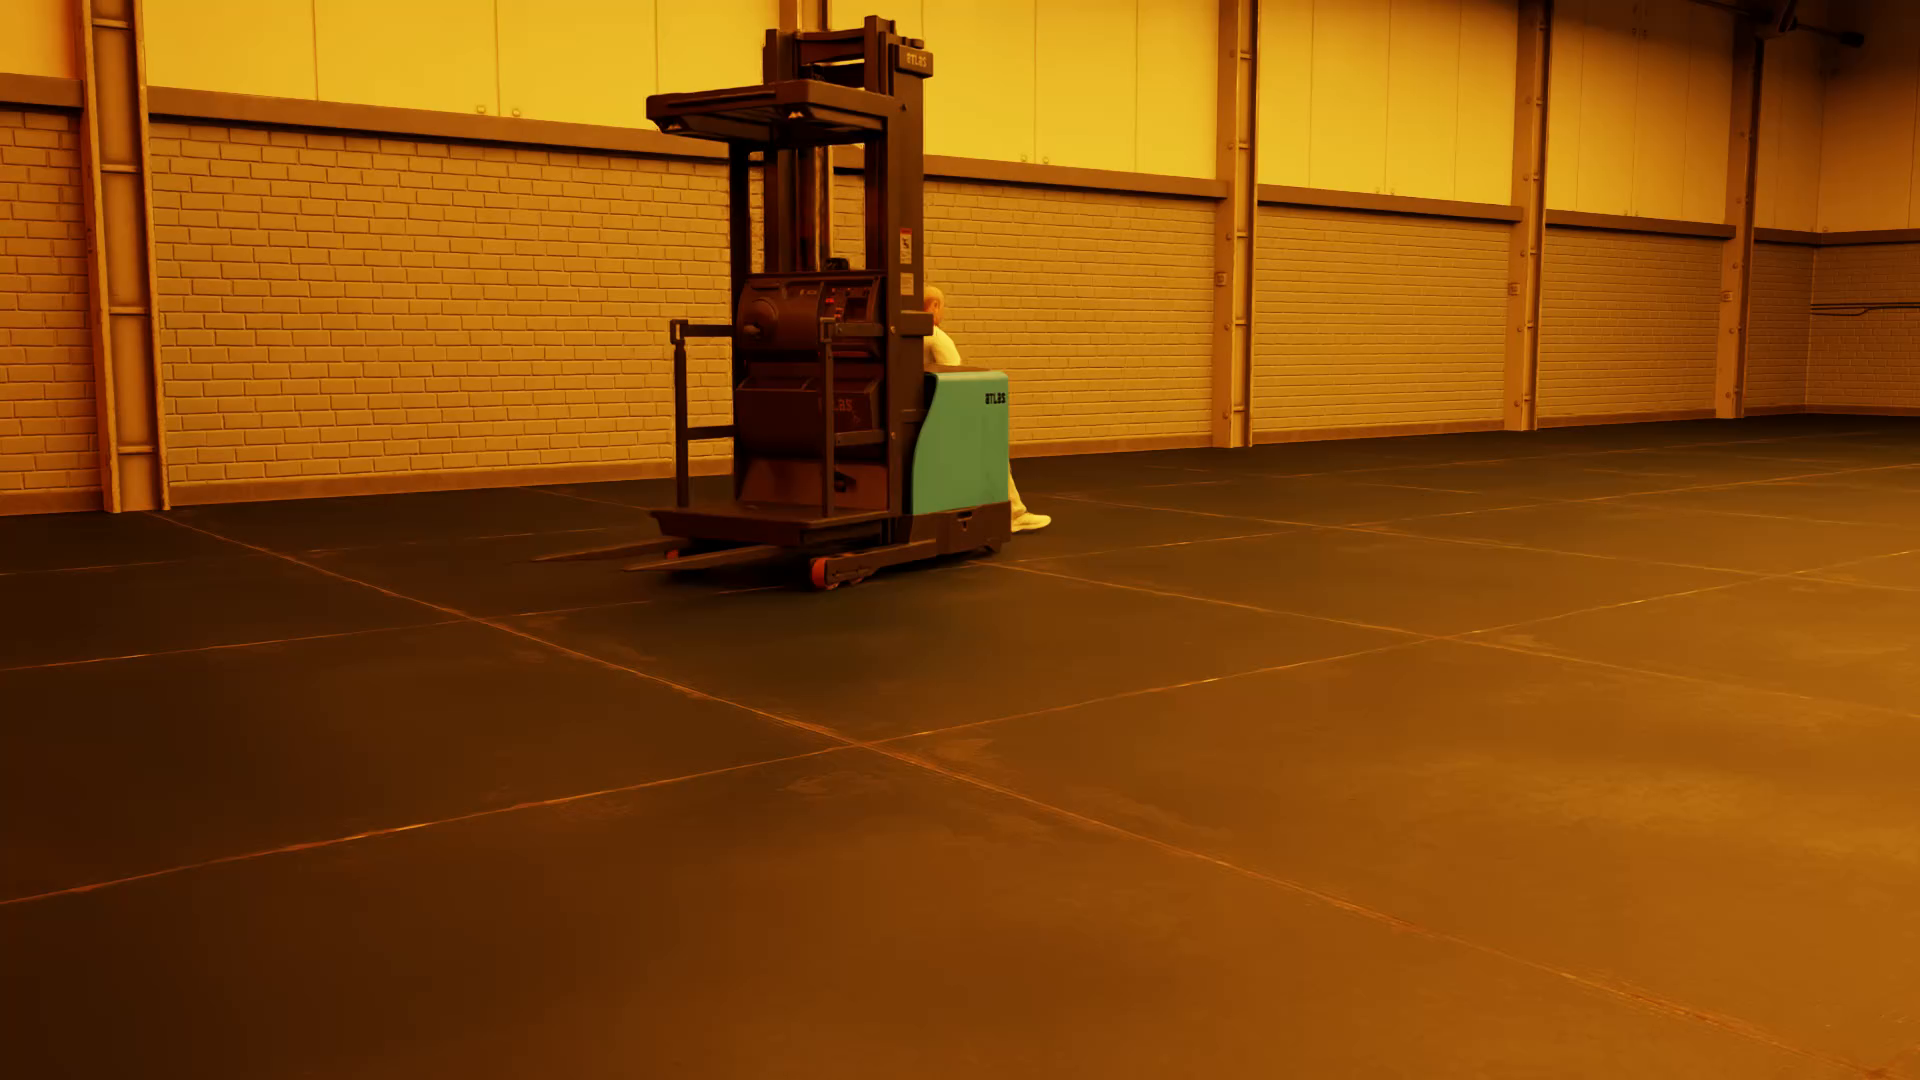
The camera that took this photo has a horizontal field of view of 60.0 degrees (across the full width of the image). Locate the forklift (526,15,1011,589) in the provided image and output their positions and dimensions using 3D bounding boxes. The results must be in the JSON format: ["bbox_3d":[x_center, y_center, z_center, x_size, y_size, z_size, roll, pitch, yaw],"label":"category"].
[{"bbox_3d":[-0.931,-1.268,8.756,1.130,2.935,3.031,5,8,33],"label":"forklift"}]

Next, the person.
[{"bbox_3d":[-0.076,-0.861,11.027,1.036,1.626,0.977,-4,8,-31],"label":"person"}]
